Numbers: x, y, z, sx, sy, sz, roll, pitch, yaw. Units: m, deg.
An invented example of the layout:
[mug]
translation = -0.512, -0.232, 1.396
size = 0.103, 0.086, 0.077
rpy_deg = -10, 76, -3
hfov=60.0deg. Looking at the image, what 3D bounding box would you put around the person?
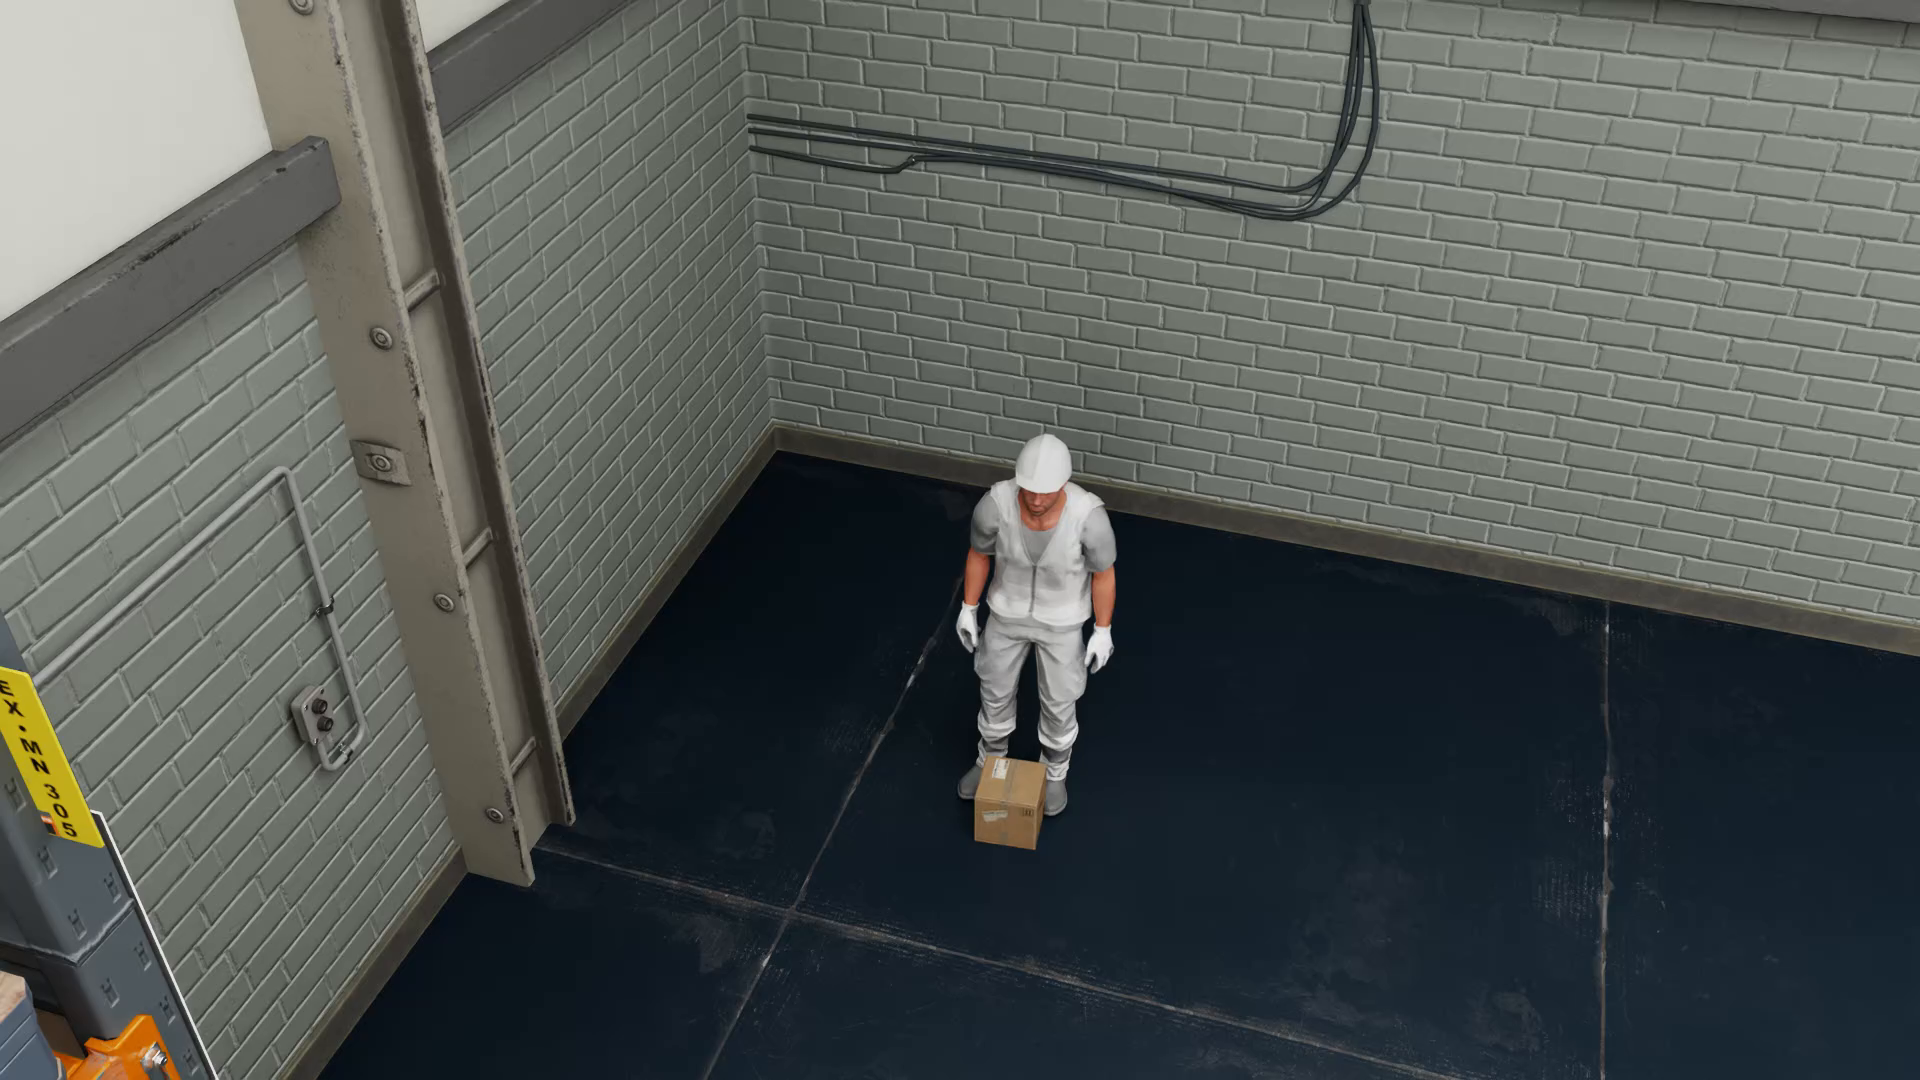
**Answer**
[person]
translation = 0.294, 0.323, 6.445
size = 0.622, 1.781, 0.445
rpy_deg = 9, 38, 12
